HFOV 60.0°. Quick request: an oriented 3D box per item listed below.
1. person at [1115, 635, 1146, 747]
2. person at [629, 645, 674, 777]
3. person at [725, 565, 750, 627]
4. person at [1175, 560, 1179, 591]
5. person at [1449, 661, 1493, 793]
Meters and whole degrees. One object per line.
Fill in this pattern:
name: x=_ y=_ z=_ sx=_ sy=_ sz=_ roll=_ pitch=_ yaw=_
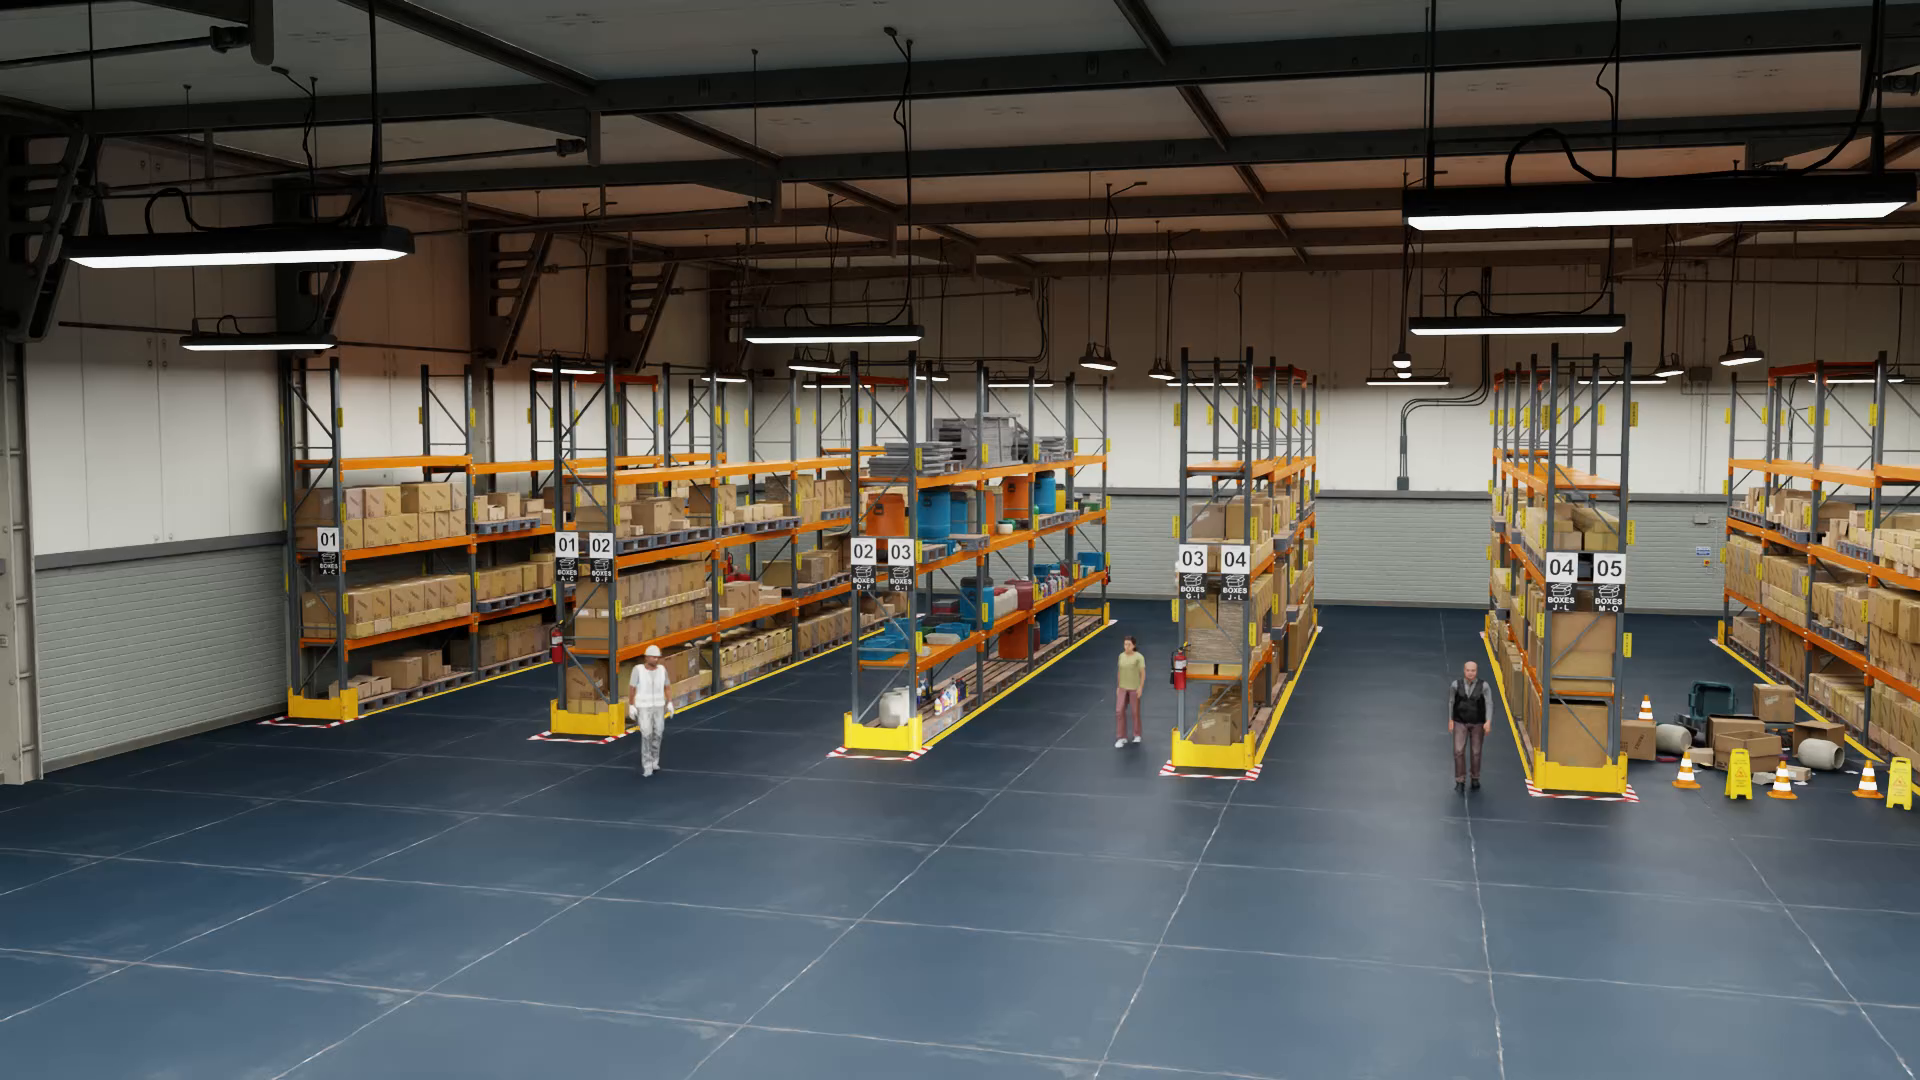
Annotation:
person: x=2.596 y=2.308 z=25.482 sx=0.504 sy=1.694 sz=0.618 roll=3 pitch=5 yaw=32
person: x=-4.338 y=2.418 z=23.466 sx=0.583 sy=1.851 sz=0.517 roll=-3 pitch=5 yaw=-31
person: x=-5.076 y=1.377 z=38.332 sx=0.639 sy=1.635 sz=0.736 roll=2 pitch=5 yaw=24
person: x=5.626 y=1.085 z=42.027 sx=0.487 sy=1.645 sz=0.587 roll=-4 pitch=6 yaw=-44
person: x=6.877 y=2.514 z=22.411 sx=0.578 sy=1.765 sz=0.579 roll=2 pitch=5 yaw=21
